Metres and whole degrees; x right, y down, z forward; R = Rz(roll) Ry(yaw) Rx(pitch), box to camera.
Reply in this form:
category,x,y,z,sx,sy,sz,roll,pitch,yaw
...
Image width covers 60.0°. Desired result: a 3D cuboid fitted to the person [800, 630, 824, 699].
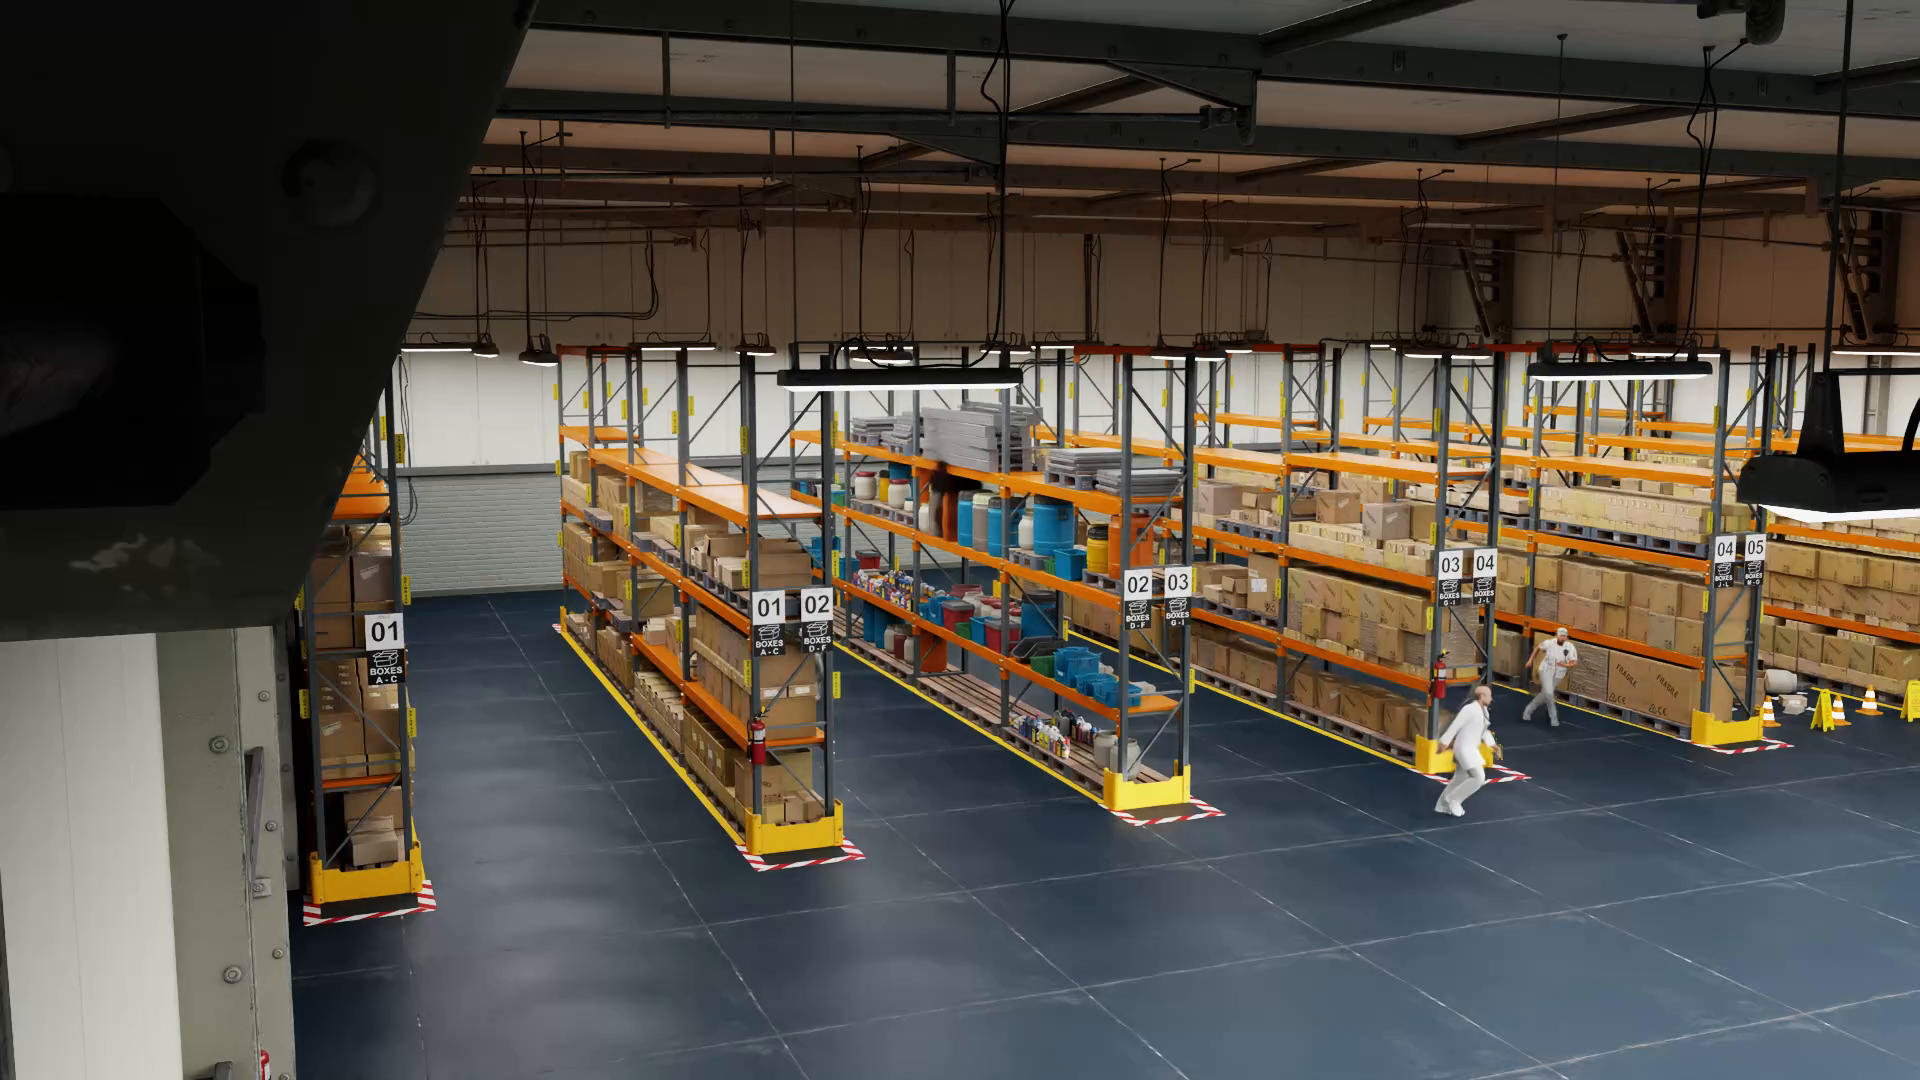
category,x,y,z,sx,sy,sz,roll,pitch,yaw
person,-2.514,1.977,28.181,0.572,1.563,0.848,-6,9,-38

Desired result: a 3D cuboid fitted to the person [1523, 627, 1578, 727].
category,x,y,z,sx,sy,sz,roll,pitch,yaw
person,9.458,2.156,26.641,0.730,1.584,0.680,0,7,0

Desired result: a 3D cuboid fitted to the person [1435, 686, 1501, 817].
category,x,y,z,sx,sy,sz,roll,pitch,yaw
person,6.610,2.733,21.609,0.760,1.726,0.673,4,8,31
